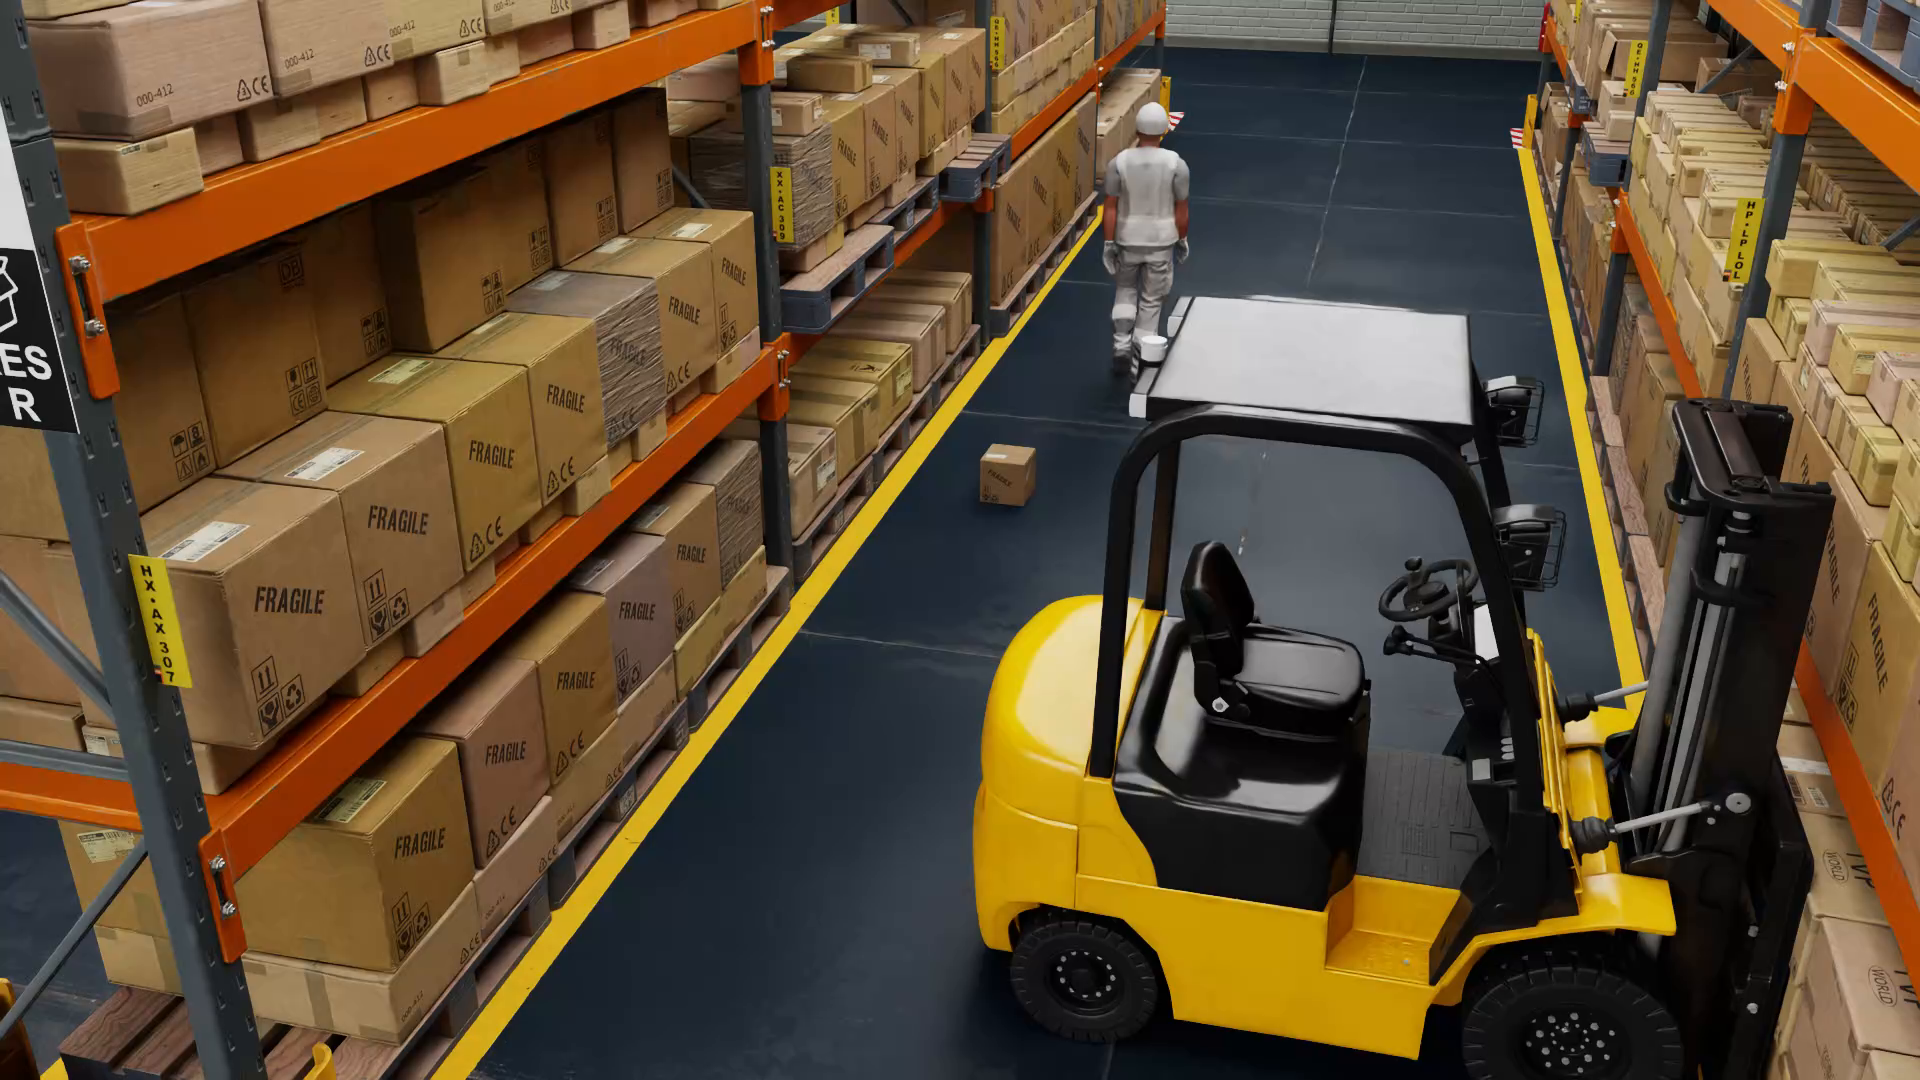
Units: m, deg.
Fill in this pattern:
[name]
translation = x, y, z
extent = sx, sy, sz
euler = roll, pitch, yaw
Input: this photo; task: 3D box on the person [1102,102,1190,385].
[person]
translation = 1.186, -1.881, 10.566
extent = 0.523, 1.800, 0.470
euler = 7, 26, 15
